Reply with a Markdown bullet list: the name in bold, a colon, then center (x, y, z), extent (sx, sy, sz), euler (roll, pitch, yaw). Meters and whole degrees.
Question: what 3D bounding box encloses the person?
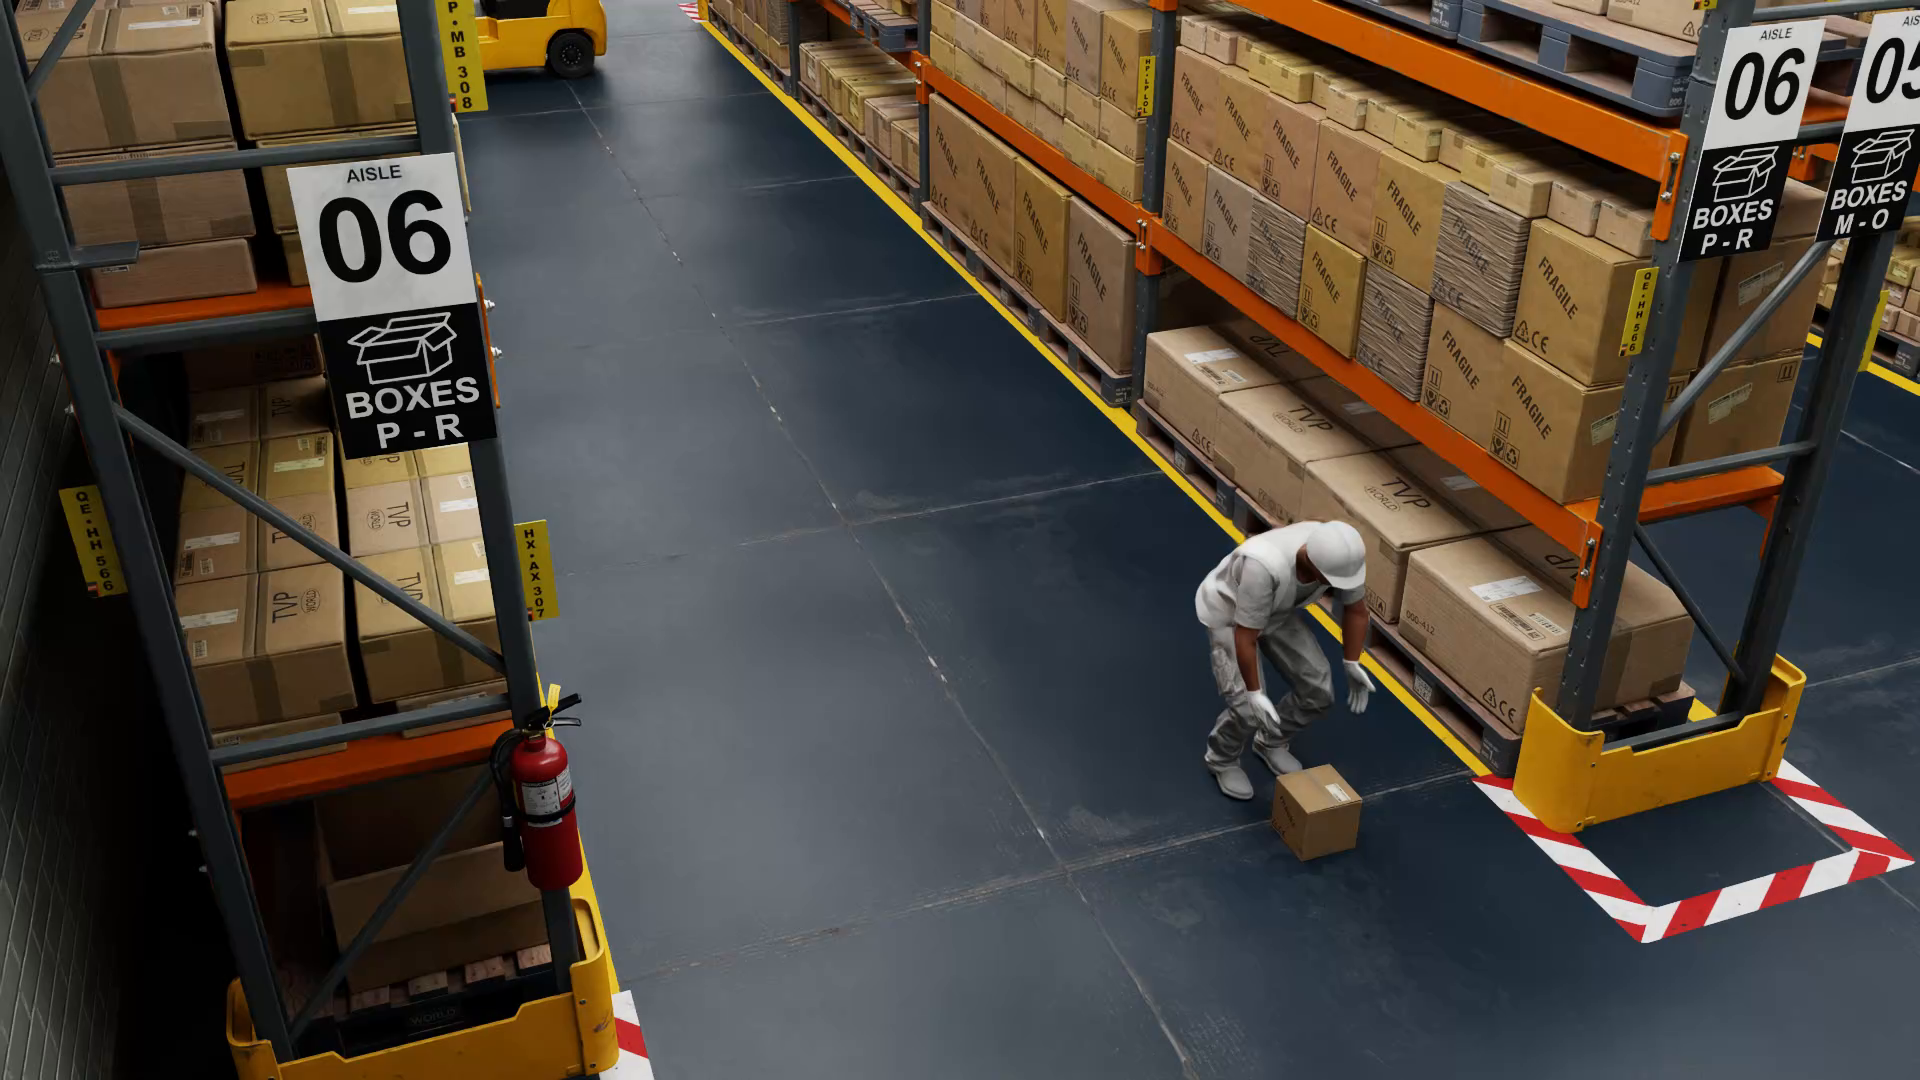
- **person**: center (1.318, 0.413, 6.790), extent (0.613, 1.380, 0.788), euler (-11, 32, -19)
